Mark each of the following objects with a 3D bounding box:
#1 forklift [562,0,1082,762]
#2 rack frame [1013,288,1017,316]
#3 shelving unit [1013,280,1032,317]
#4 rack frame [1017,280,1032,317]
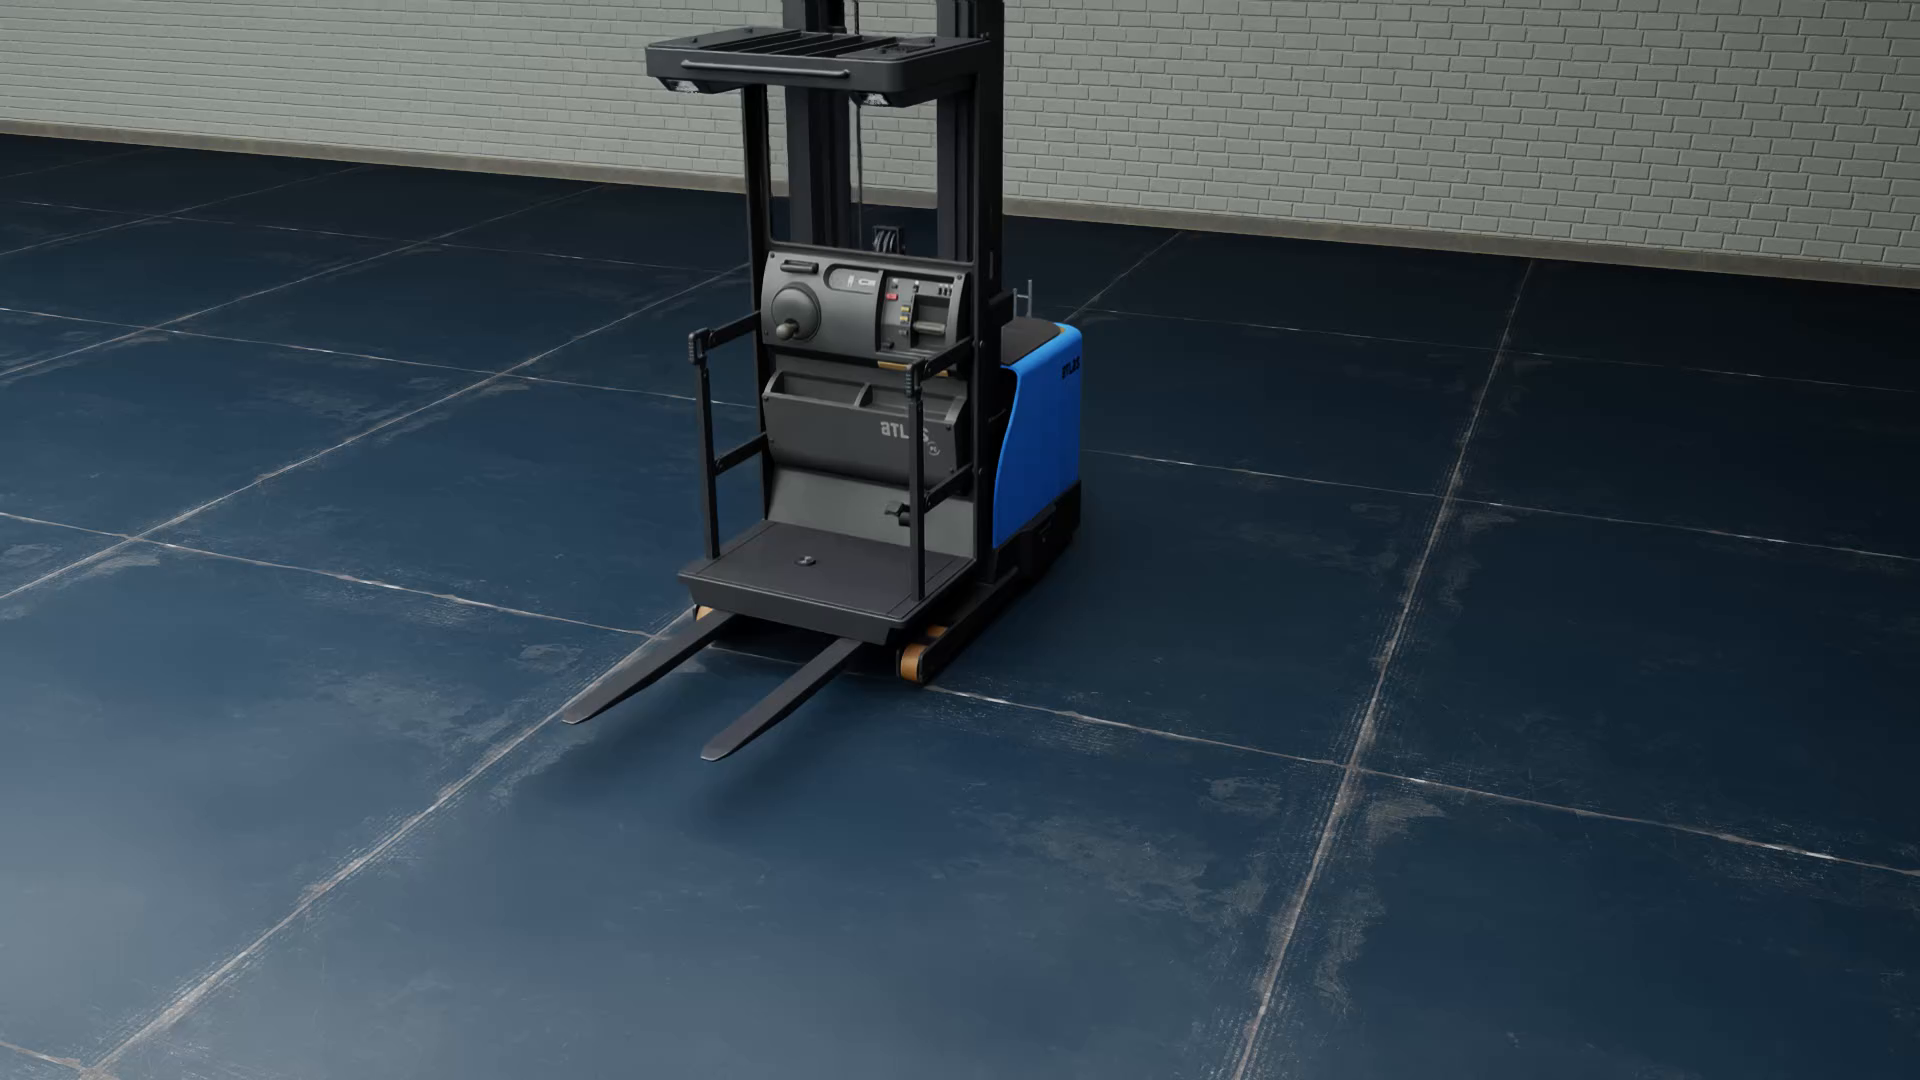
[{"bbox_3d":[-0.501,-0.955,6.733,1.130,2.935,3.031,11,25,24],"label":"forklift"},{"bbox_3d":[0.168,-0.683,8.329,0.240,1.200,0.006,11,25,24],"label":"rack frame"},{"bbox_3d":[0.208,-0.715,8.405,0.258,1.200,0.189,11,25,24],"label":"shelving unit"},{"bbox_3d":[0.248,-0.747,8.481,0.240,1.200,0.006,11,25,24],"label":"rack frame"}]
